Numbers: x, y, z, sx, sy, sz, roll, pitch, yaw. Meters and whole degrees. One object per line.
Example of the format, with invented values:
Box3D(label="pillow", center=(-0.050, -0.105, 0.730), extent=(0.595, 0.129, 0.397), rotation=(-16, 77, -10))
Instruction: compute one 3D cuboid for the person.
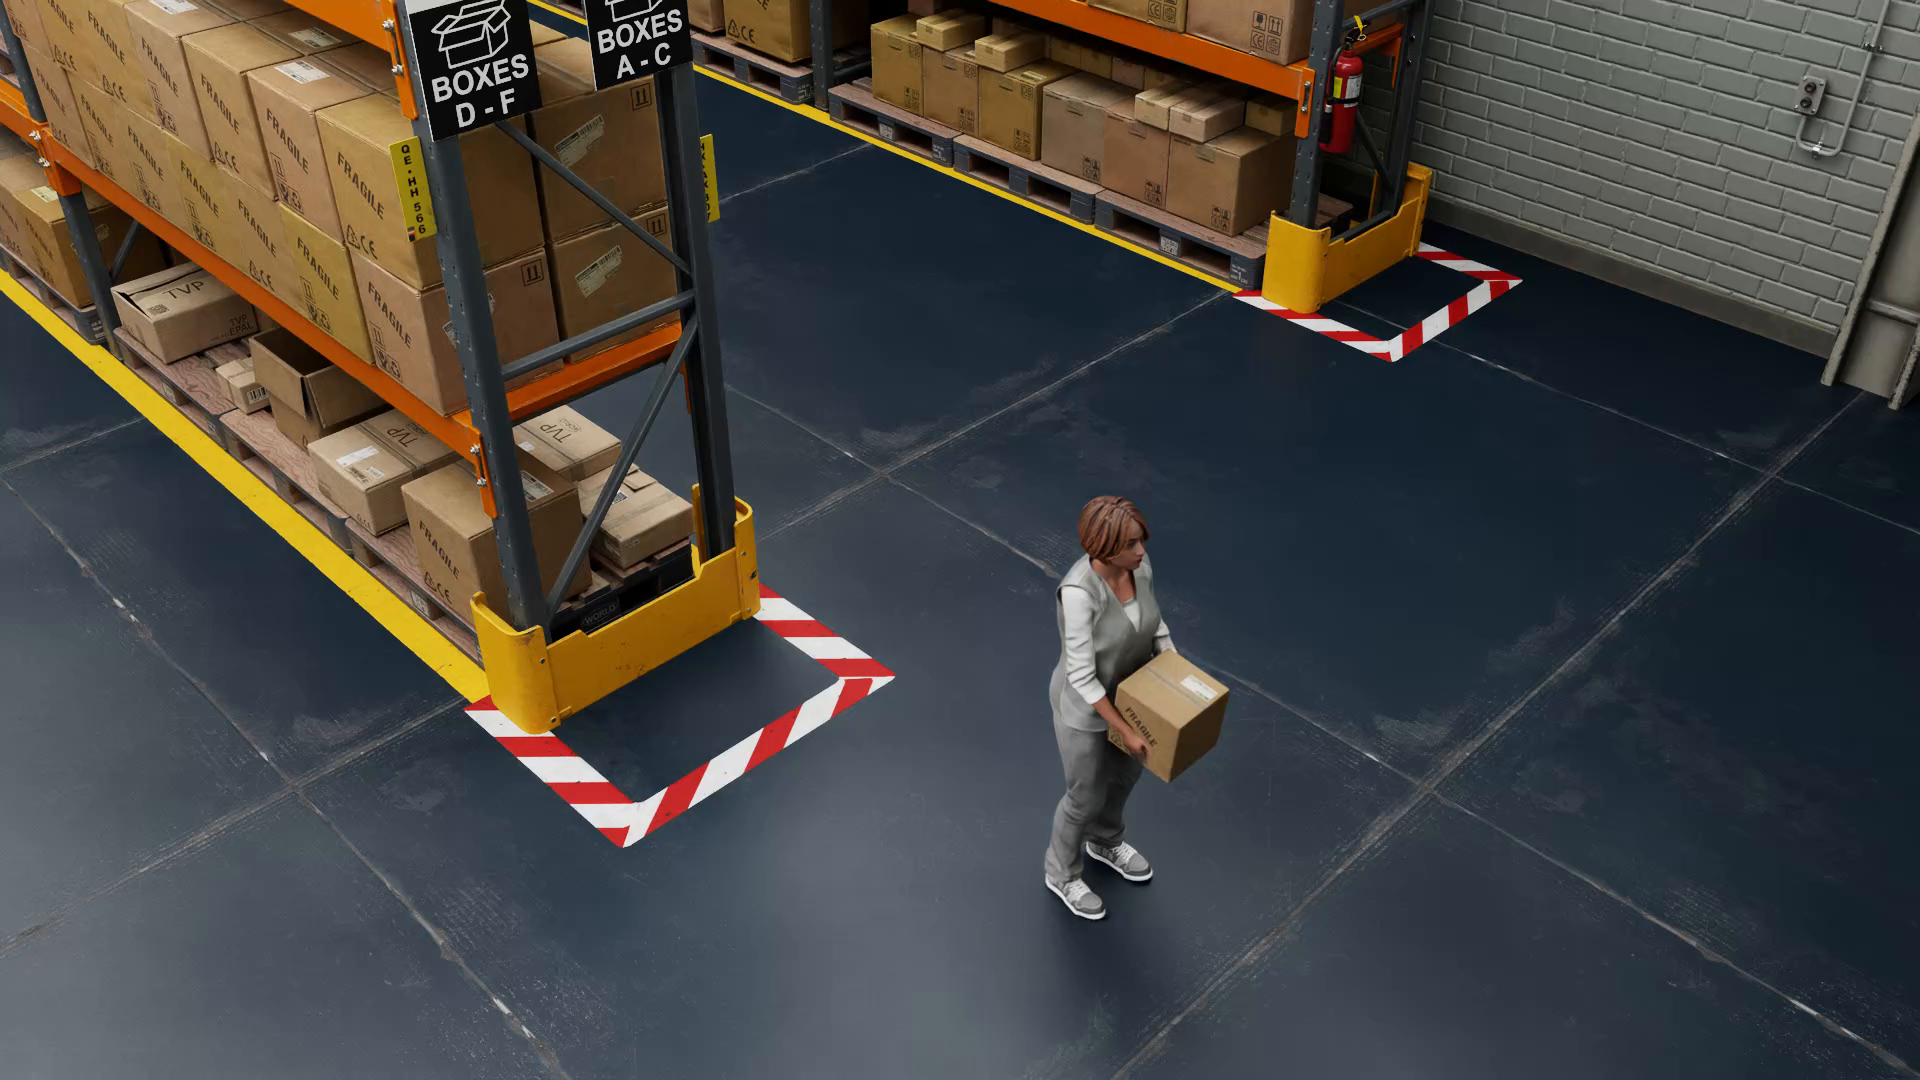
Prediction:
Box3D(label="person", center=(0.521, 0.564, 5.371), extent=(0.471, 1.602, 0.438), rotation=(30, 45, 35))
